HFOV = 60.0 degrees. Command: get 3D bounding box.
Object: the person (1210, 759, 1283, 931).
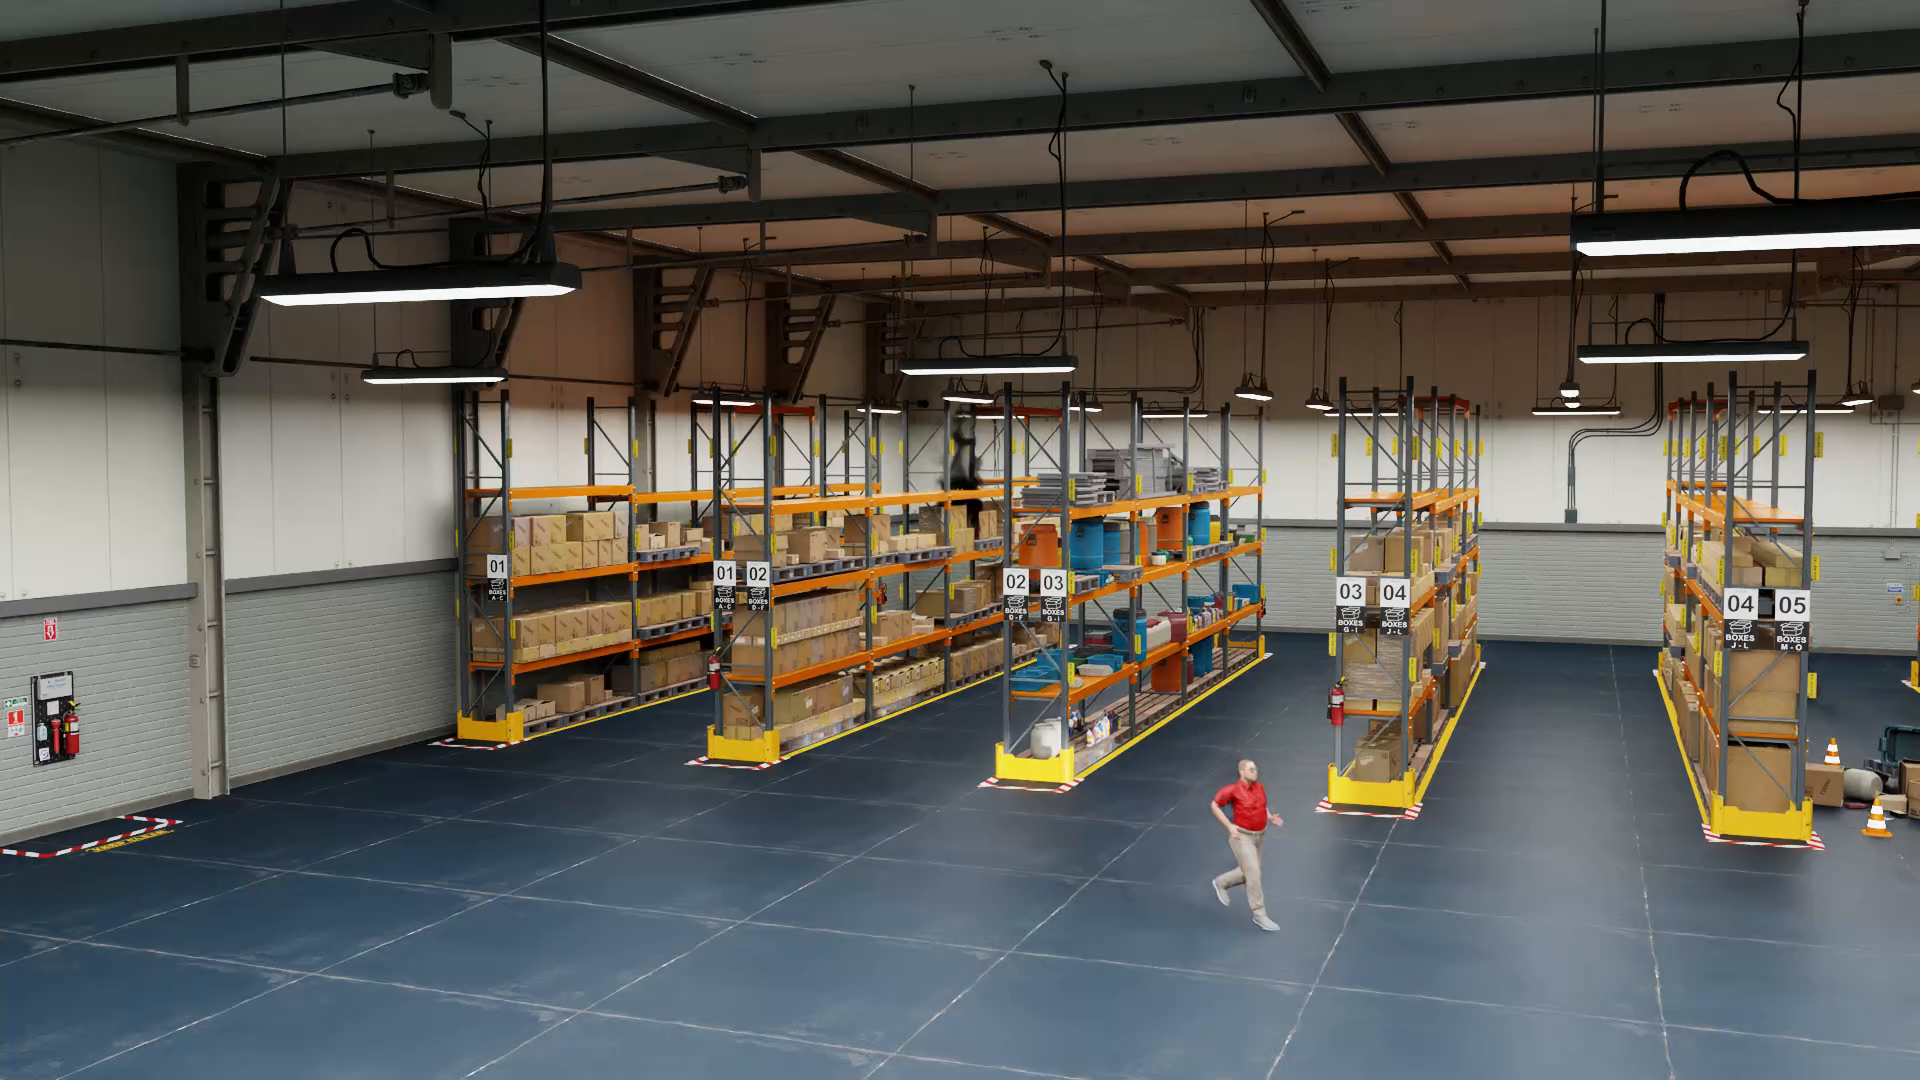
[{"bbox_3d":[3.010,3.180,17.581,0.664,1.737,0.951,-3,4,-43],"label":"person"}]
